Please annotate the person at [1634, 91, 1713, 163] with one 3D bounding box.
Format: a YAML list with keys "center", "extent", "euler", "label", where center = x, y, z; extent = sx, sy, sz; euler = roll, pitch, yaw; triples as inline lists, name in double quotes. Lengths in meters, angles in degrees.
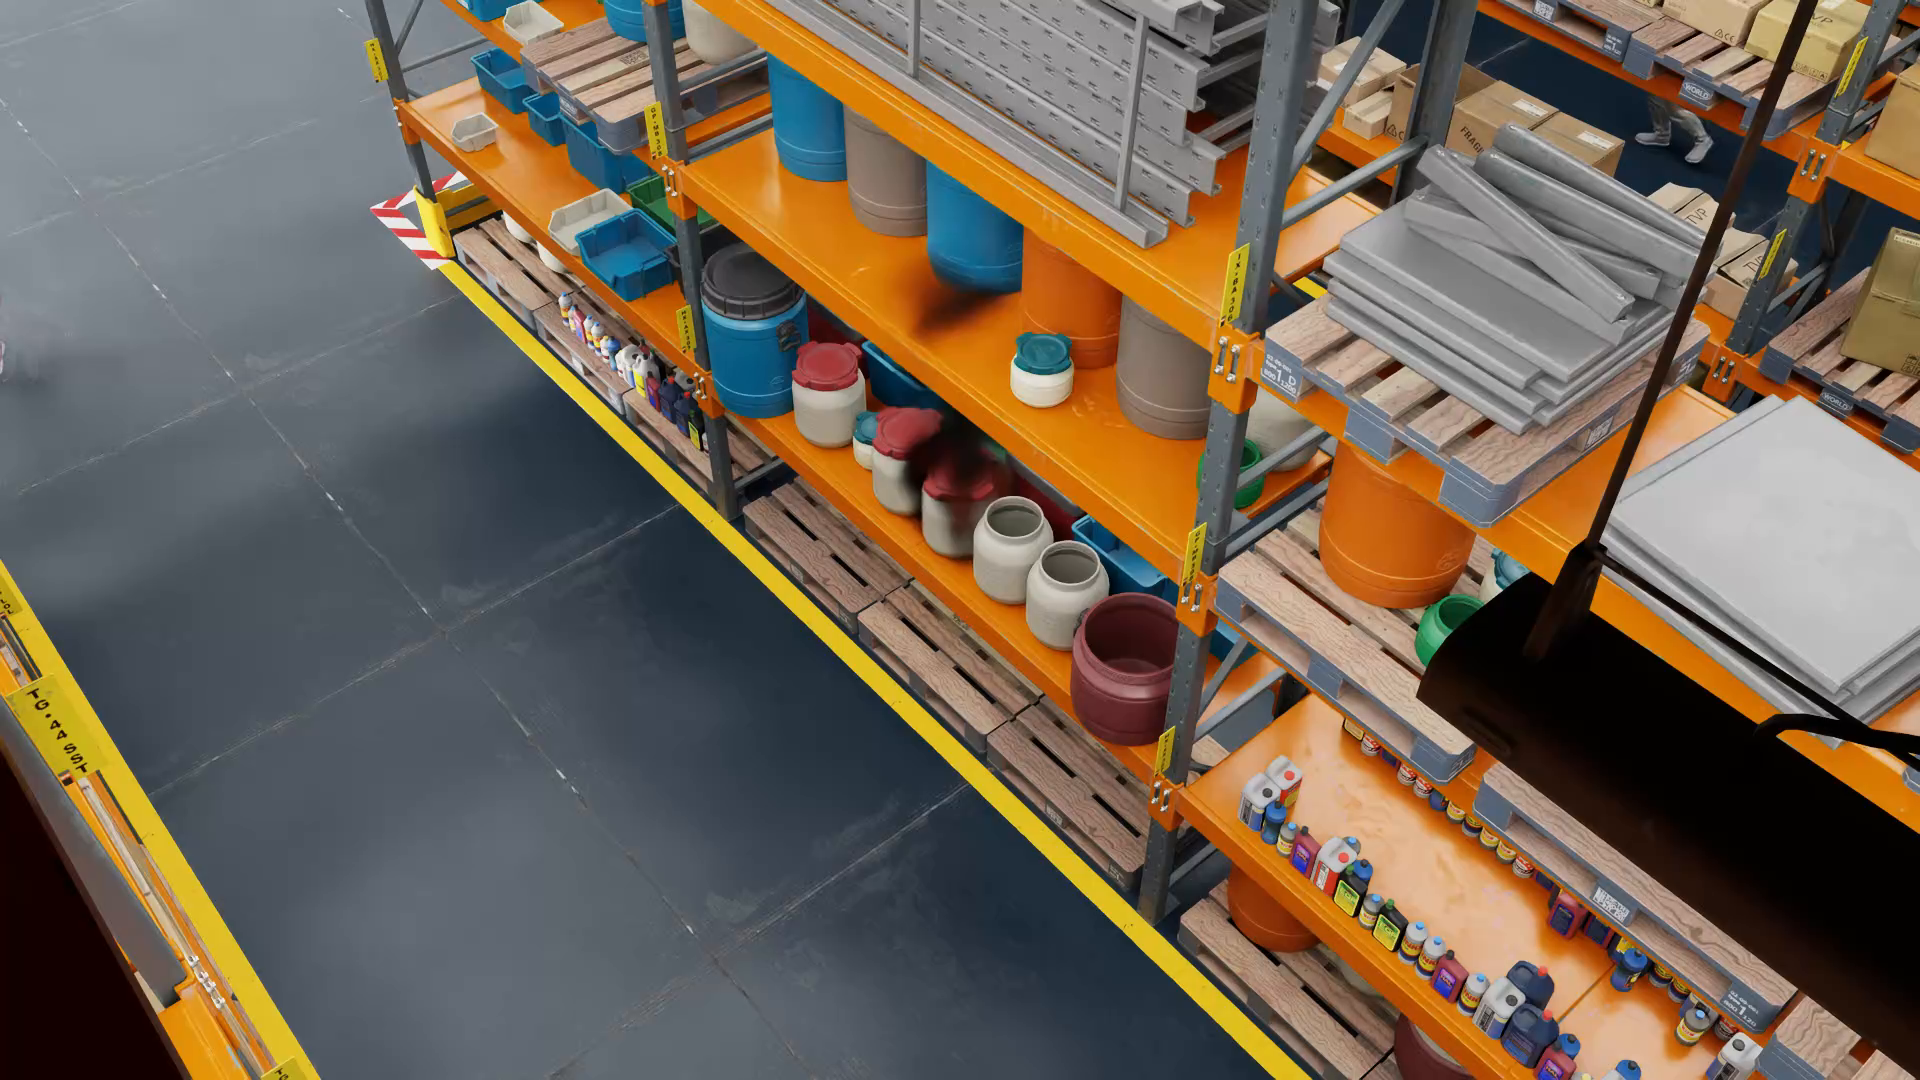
- center: [5.954, -3.917, 13.612]
  extent: [0.779, 1.583, 0.596]
  euler: [12, 48, 11]
  label: "person"
